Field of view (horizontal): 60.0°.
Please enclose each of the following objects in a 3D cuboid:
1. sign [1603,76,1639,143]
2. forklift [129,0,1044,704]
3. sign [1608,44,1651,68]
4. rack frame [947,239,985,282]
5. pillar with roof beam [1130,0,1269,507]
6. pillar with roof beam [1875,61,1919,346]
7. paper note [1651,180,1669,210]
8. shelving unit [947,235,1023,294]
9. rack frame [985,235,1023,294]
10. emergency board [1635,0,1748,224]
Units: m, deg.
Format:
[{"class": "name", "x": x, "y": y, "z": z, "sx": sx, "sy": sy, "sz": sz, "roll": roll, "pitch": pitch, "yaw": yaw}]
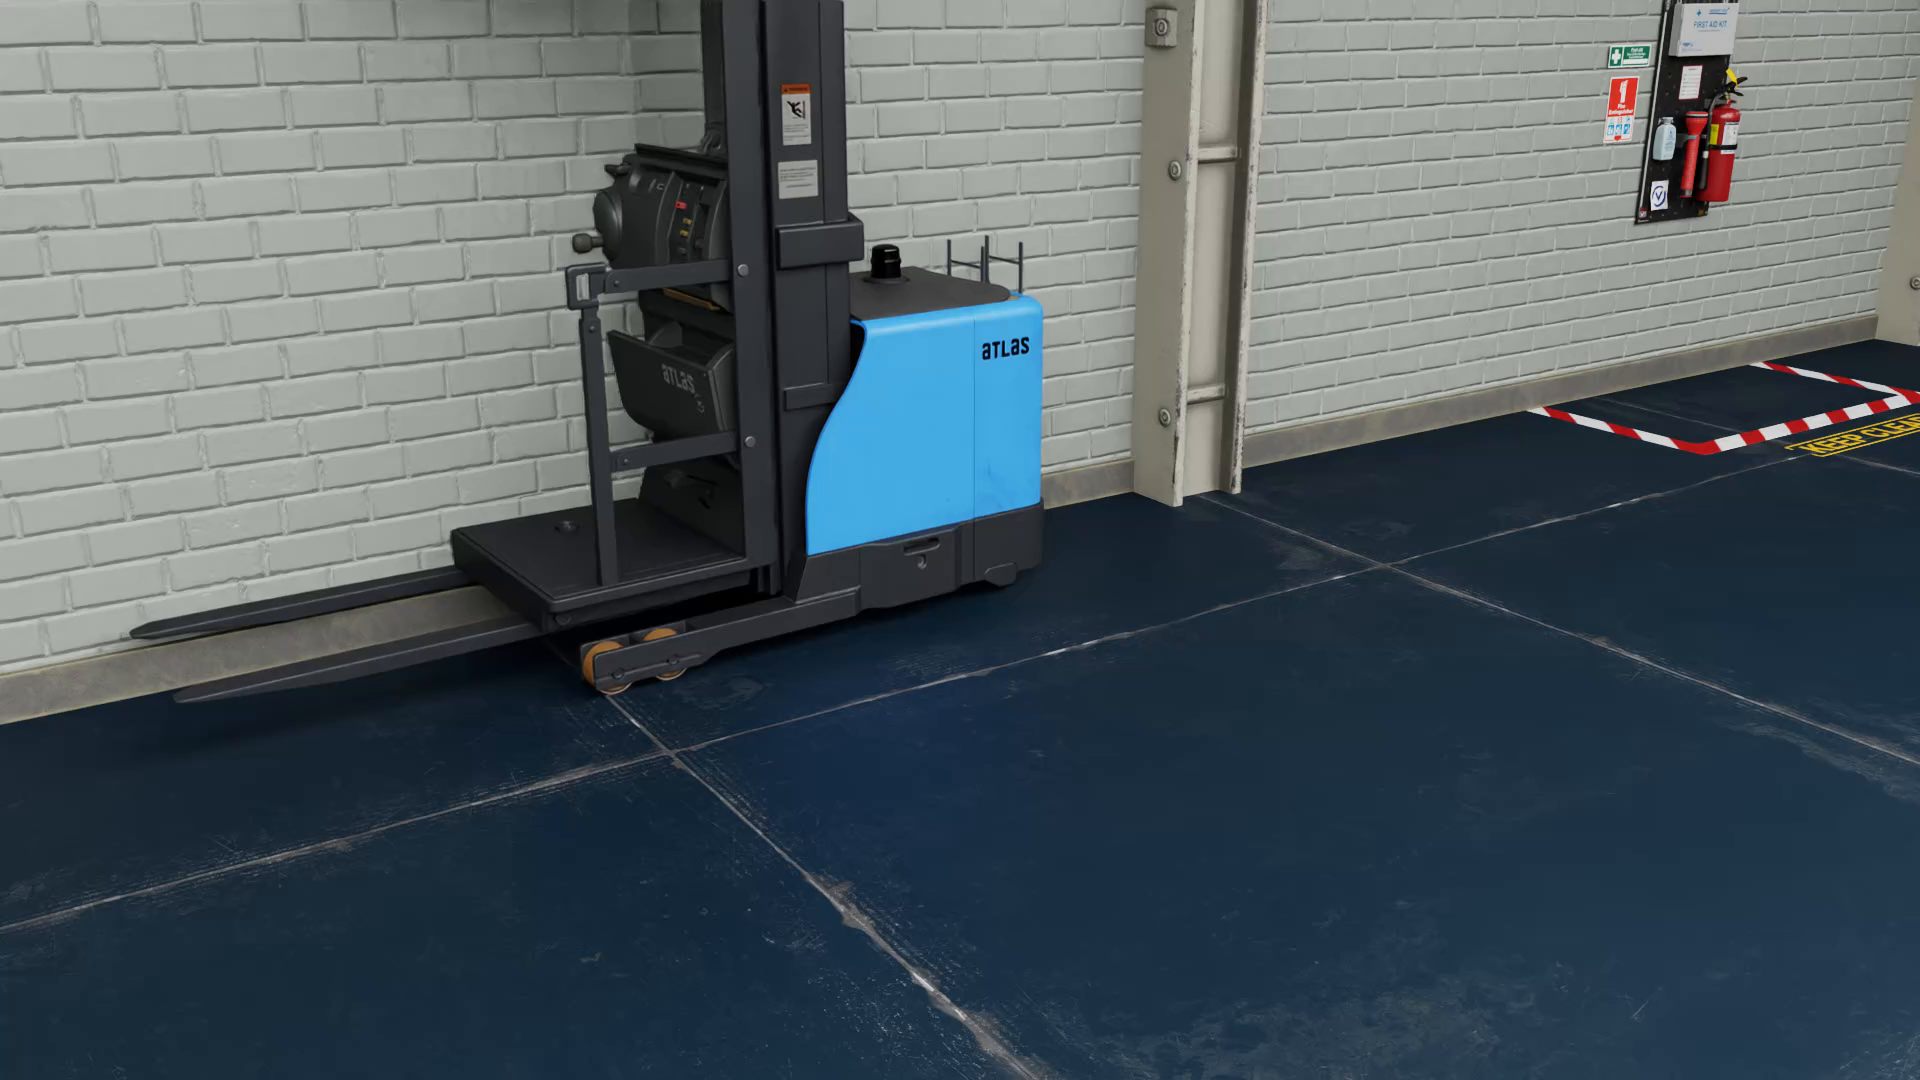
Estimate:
[{"class": "sign", "x": 3.407, "y": -2.219, "z": 8.568, "sx": 0.234, "sy": 0.329, "sz": 0.001, "roll": -12, "pitch": 22, "yaw": -31}, {"class": "forklift", "x": -1.178, "y": -1.088, "z": 5.388, "sx": 3.031, "sy": 2.935, "sz": 1.130, "roll": -13, "pitch": 23, "yaw": -34}, {"class": "sign", "x": 3.416, "y": -2.468, "z": 8.479, "sx": 0.331, "sy": 0.109, "sz": 0.001, "roll": -12, "pitch": 22, "yaw": -31}, {"class": "rack frame", "x": 0.022, "y": -0.568, "z": 6.553, "sx": 0.006, "sy": 1.200, "sz": 0.240, "roll": -13, "pitch": 23, "yaw": -34}, {"class": "pillar with roof beam", "x": 3.367, "y": -3.330, "z": 2.545, "sx": 0.400, "sy": 9.000, "sz": 9.100, "roll": -12, "pitch": 22, "yaw": -31}, {"class": "pillar with roof beam", "x": 8.379, "y": -4.387, "z": 5.671, "sx": 0.400, "sy": 9.000, "sz": 9.100, "roll": -12, "pitch": 22, "yaw": -31}, {"class": "paper note", "x": 3.740, "y": -1.842, "z": 8.884, "sx": 0.142, "sy": 0.148, "sz": 0.016, "roll": -12, "pitch": 22, "yaw": -31}, {"class": "shelving unit", "x": 0.096, "y": -0.586, "z": 6.603, "sx": 0.189, "sy": 1.200, "sz": 0.258, "roll": -13, "pitch": 23, "yaw": -34}, {"class": "rack frame", "x": 0.170, "y": -0.603, "z": 6.654, "sx": 0.006, "sy": 1.200, "sz": 0.240, "roll": -13, "pitch": 23, "yaw": -34}, {"class": "emergency board", "x": 3.926, "y": -2.272, "z": 8.781, "sx": 0.643, "sy": 1.169, "sz": 0.194, "roll": -12, "pitch": 22, "yaw": -31}]
